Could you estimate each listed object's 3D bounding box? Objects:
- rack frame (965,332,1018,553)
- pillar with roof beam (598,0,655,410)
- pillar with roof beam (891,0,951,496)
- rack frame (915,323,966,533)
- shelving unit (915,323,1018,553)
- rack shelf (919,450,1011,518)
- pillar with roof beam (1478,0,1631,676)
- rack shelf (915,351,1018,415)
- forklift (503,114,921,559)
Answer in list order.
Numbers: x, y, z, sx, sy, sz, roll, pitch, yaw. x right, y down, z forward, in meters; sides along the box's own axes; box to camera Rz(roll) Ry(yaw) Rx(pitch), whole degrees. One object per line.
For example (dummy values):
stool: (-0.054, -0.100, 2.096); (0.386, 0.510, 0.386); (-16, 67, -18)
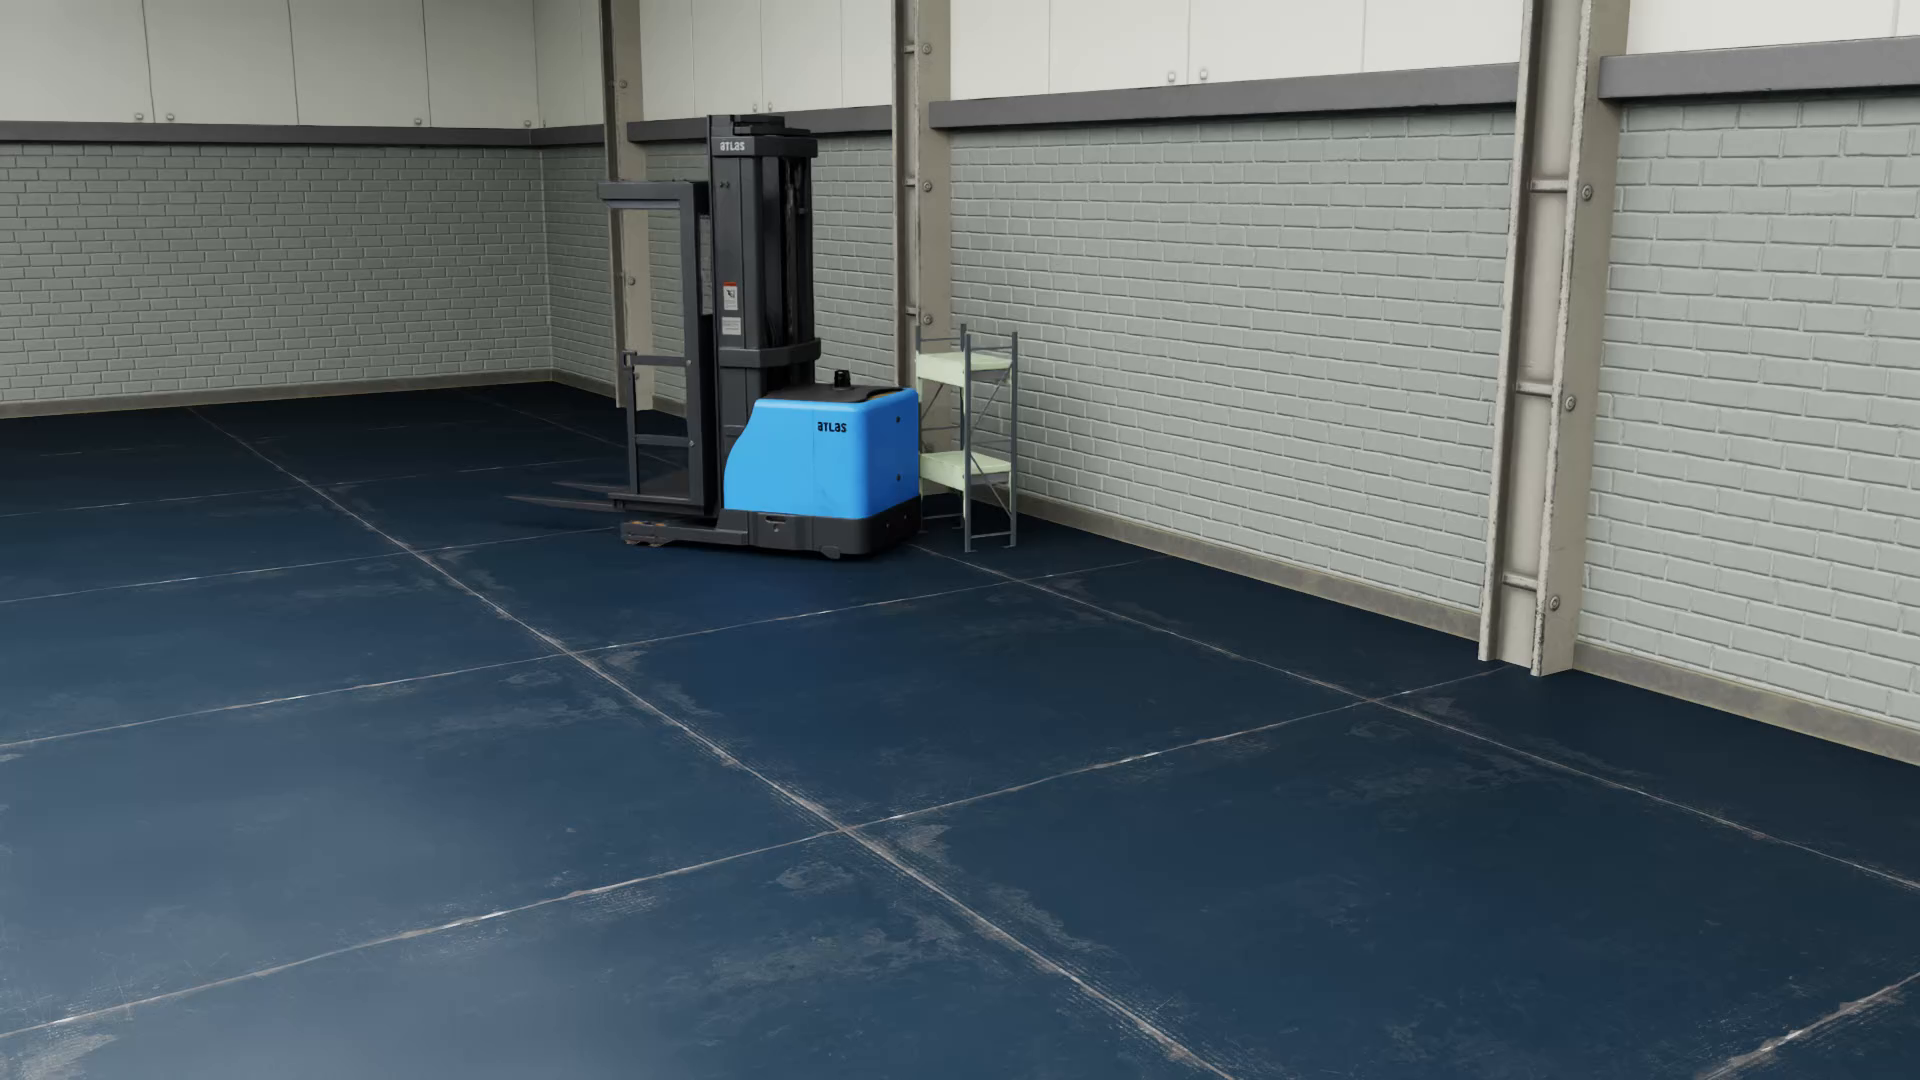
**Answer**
rack frame: (0.214, -0.667, 11.402); (0.400, 1.500, 0.023); (-7, 14, -28)
pillar with roof beam: (-7.213, -5.365, 15.333); (9.100, 9.000, 0.400); (-8, 15, -33)
pillar with roof beam: (-3.889, -4.298, 10.453); (9.100, 9.000, 0.400); (-8, 15, -33)
rack frame: (-0.136, -0.805, 12.030); (0.400, 1.500, 0.023); (-7, 14, -28)
shelving unit: (0.039, -0.736, 11.716); (0.431, 1.500, 0.755); (-7, 14, -28)
rack shelf: (0.039, -0.417, 11.786); (0.431, 0.370, 0.720); (-7, 14, -28)
pillar with roof beam: (-0.565, -3.231, 5.573); (9.100, 9.000, 0.400); (-8, 15, -33)
rack shelf: (0.039, -1.117, 11.633); (0.431, 0.370, 0.720); (-7, 14, -28)
forklift: (-1.846, -1.480, 11.771); (3.031, 2.935, 1.130); (5, 13, 21)
